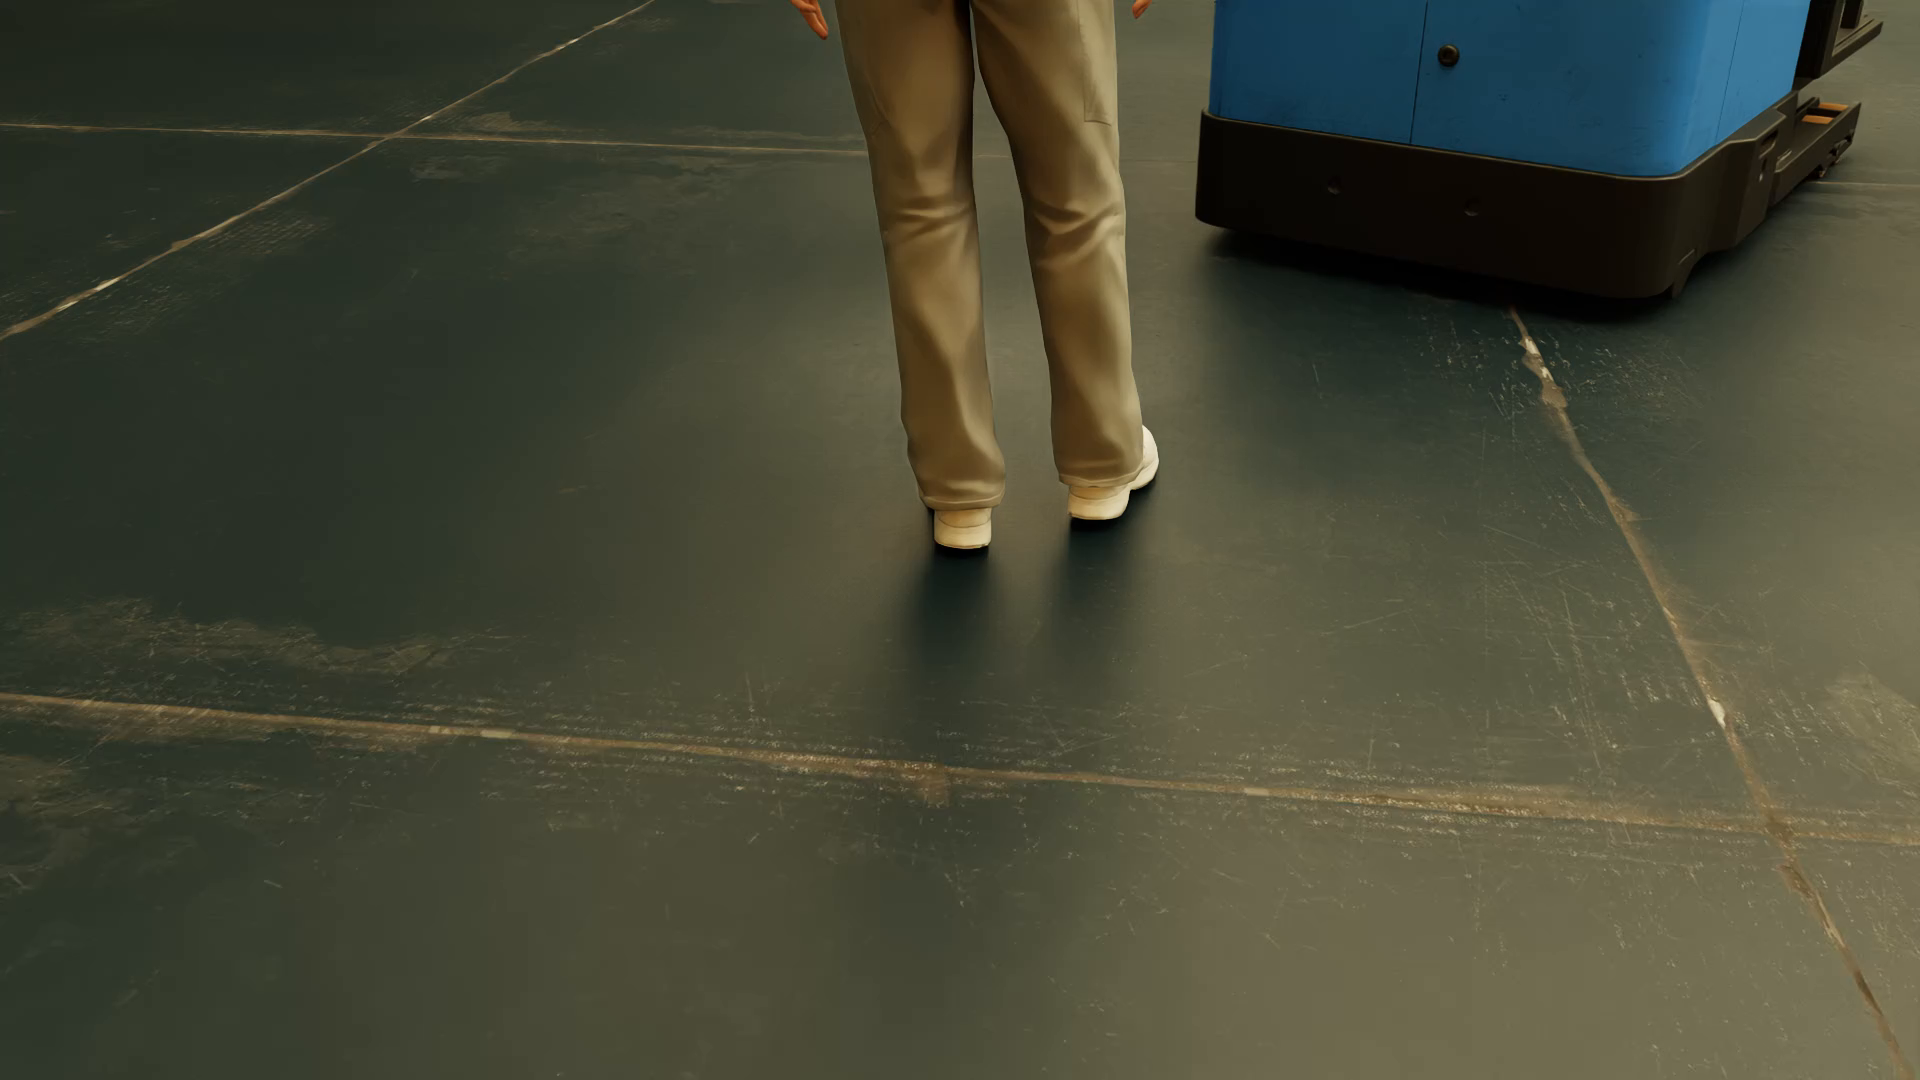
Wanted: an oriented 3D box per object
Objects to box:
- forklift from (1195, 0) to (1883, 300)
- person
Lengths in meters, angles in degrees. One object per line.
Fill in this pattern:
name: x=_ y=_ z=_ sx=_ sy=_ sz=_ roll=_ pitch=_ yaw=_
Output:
forklift: x=1.816 y=-2.390 z=4.007 sx=1.130 sy=2.935 sz=3.031 roll=18 pitch=32 yaw=32
person: x=0.023 y=-0.788 z=2.186 sx=0.549 sy=1.675 sz=0.549 roll=3 pitch=27 yaw=7
